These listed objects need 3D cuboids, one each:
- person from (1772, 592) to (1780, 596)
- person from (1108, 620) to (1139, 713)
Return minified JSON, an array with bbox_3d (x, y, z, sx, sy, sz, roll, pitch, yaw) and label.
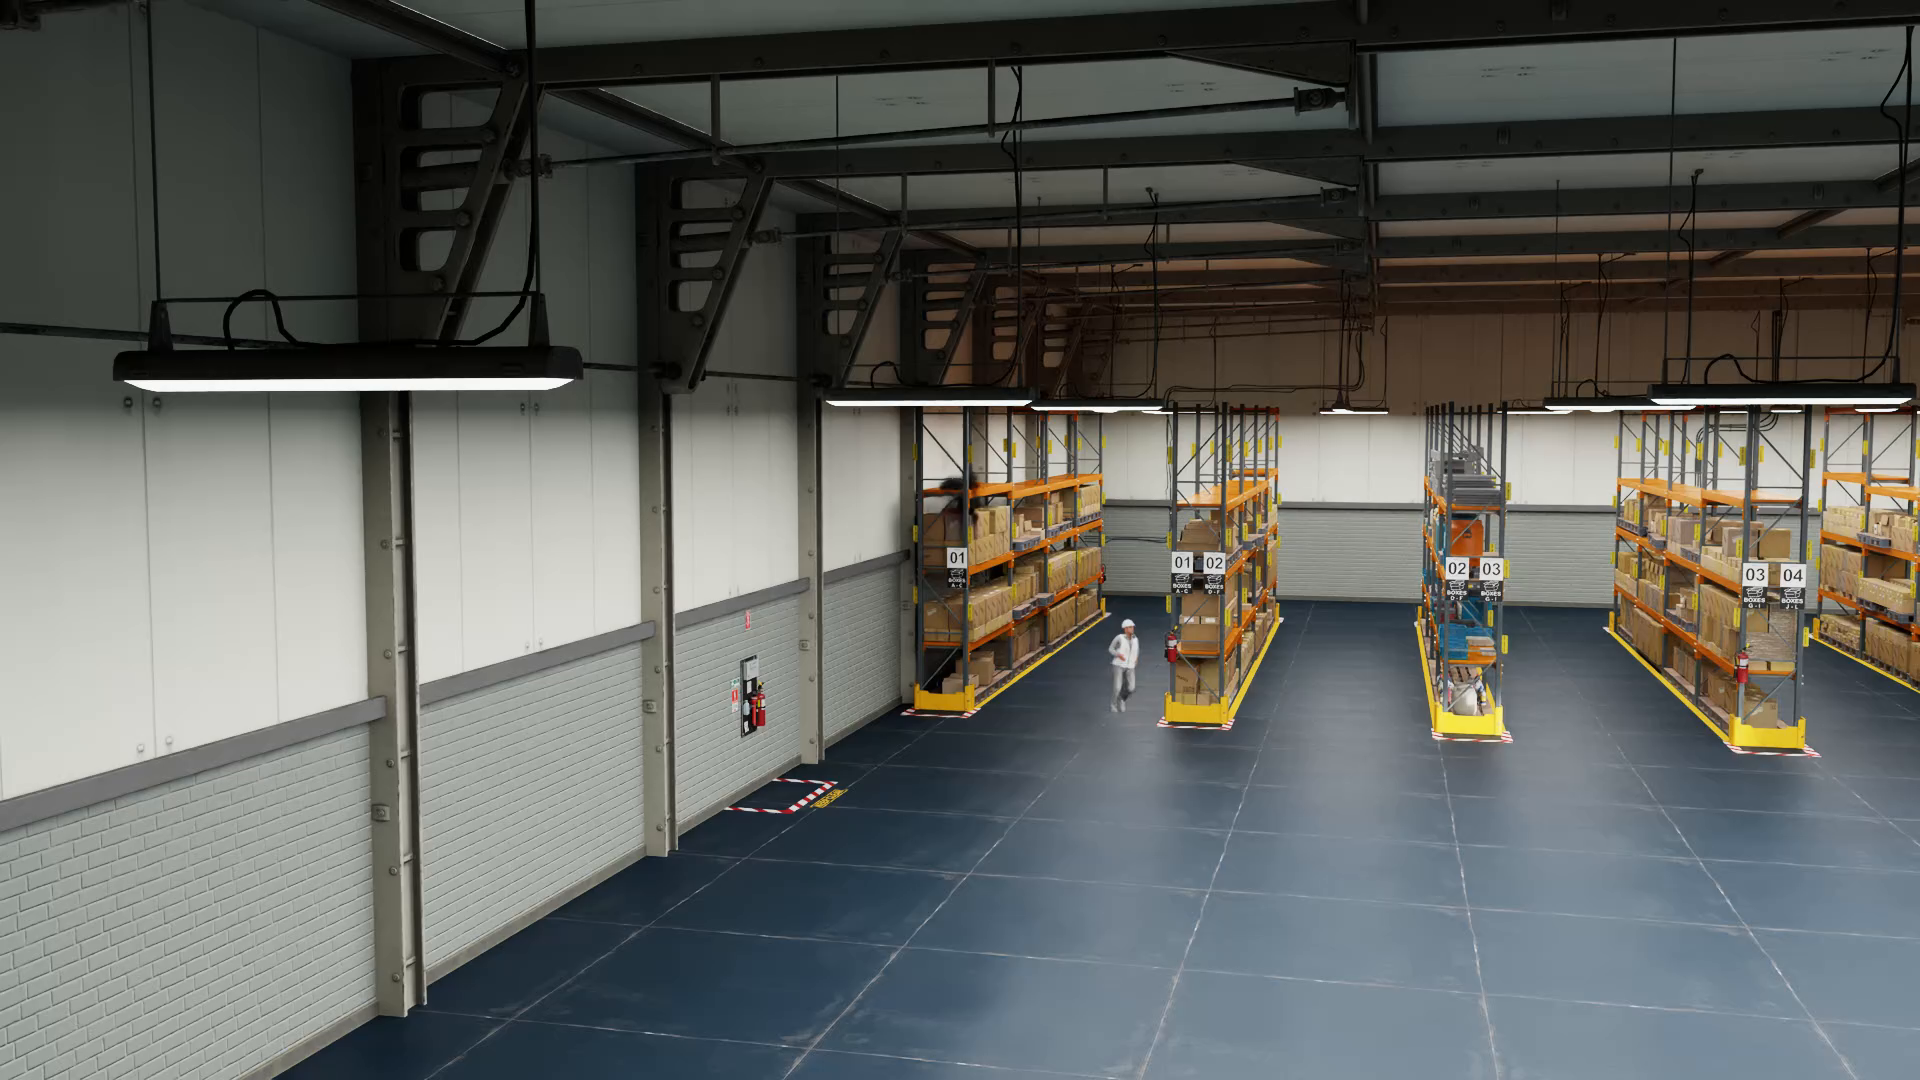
[{"bbox_3d":[20.797,1.680,42.495,0.712,1.817,0.915,3,5,31],"label":"person"},{"bbox_3d":[3.069,2.336,30.613,0.664,1.739,0.535,-1,4,-17],"label":"person"}]
